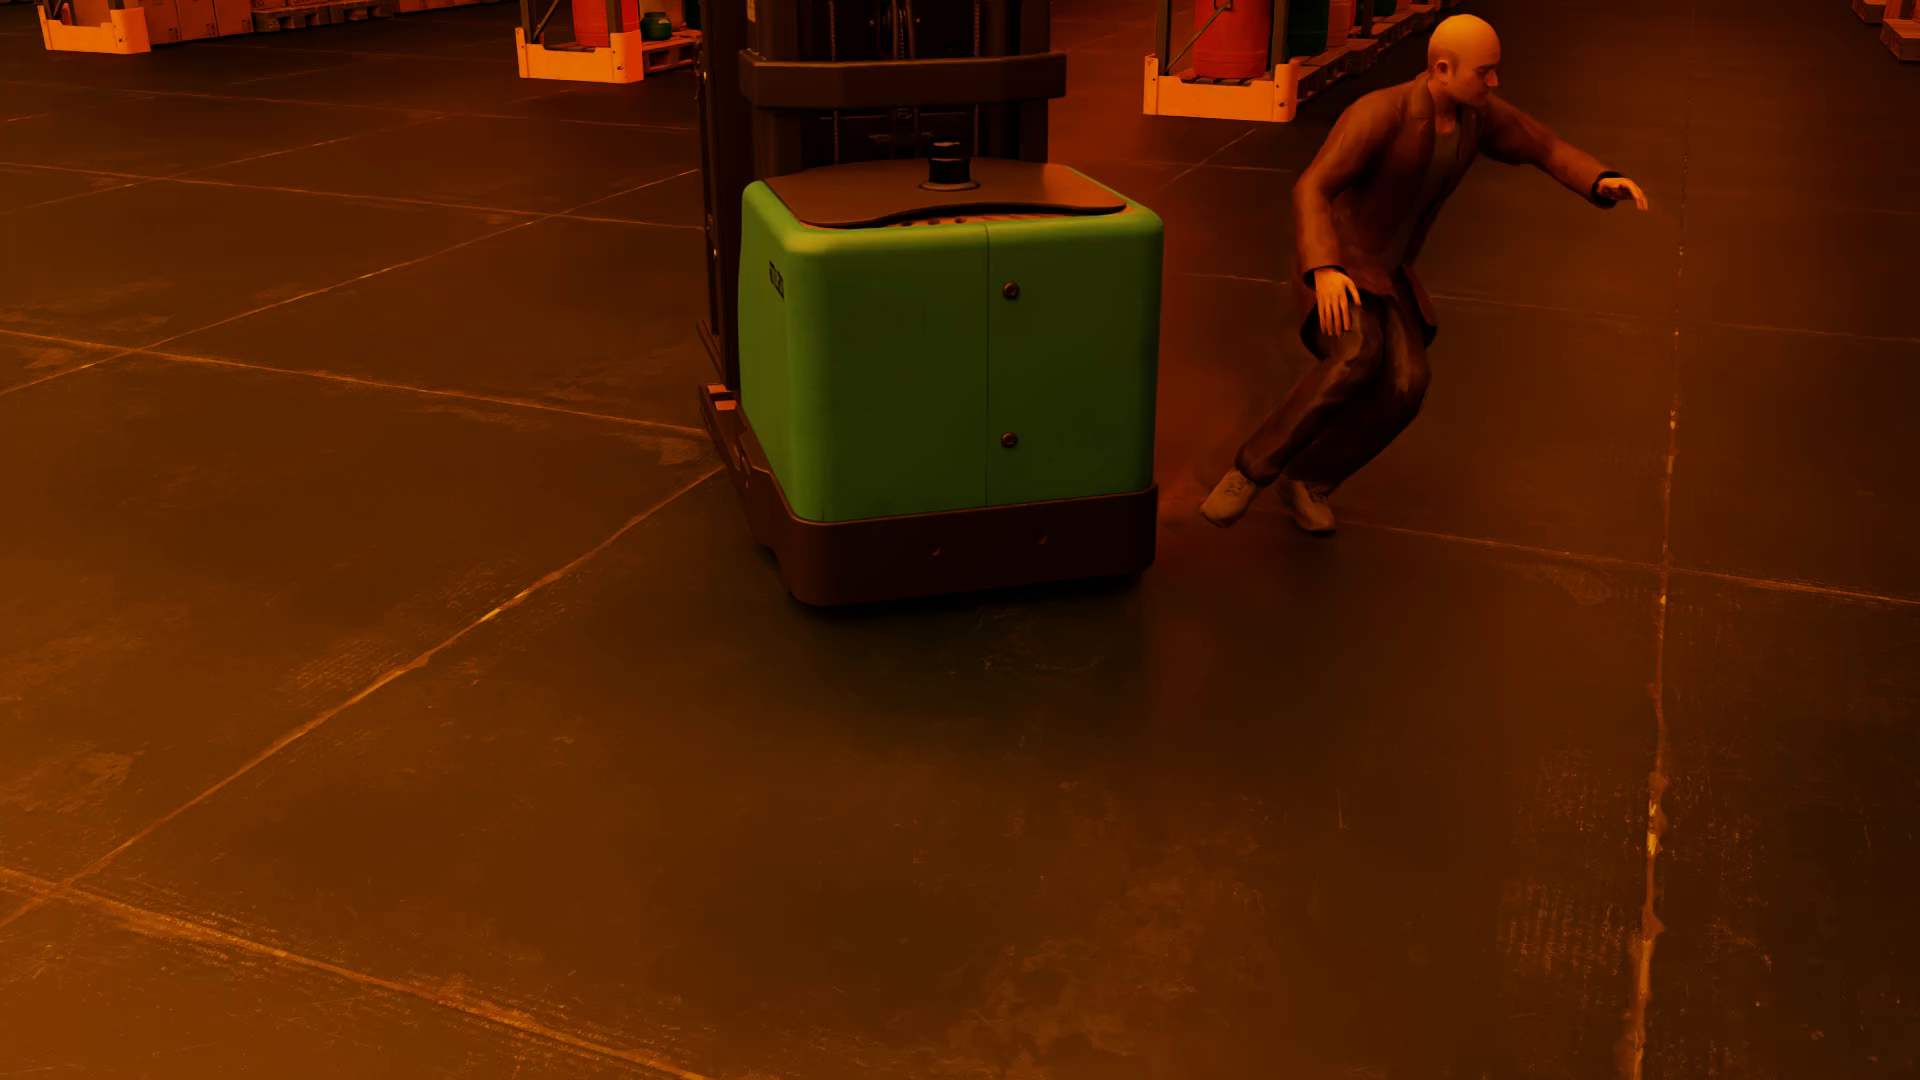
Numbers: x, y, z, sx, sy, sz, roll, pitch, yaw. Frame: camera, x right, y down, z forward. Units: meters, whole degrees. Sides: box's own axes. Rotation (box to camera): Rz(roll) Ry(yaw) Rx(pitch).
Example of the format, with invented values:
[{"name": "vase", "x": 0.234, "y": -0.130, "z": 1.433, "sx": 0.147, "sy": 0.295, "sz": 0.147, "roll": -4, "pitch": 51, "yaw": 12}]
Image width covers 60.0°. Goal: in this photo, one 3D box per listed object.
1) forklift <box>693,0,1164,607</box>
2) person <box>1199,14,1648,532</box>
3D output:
[{"name": "forklift", "x": -0.323, "y": -1.713, "z": 5.391, "sx": 1.130, "sy": 2.935, "sz": 3.031, "roll": -6, "pitch": 23, "yaw": -14}, {"name": "person", "x": 1.300, "y": -0.728, "z": 4.868, "sx": 1.245, "sy": 1.529, "sz": 0.949, "roll": -16, "pitch": 27, "yaw": -33}]
